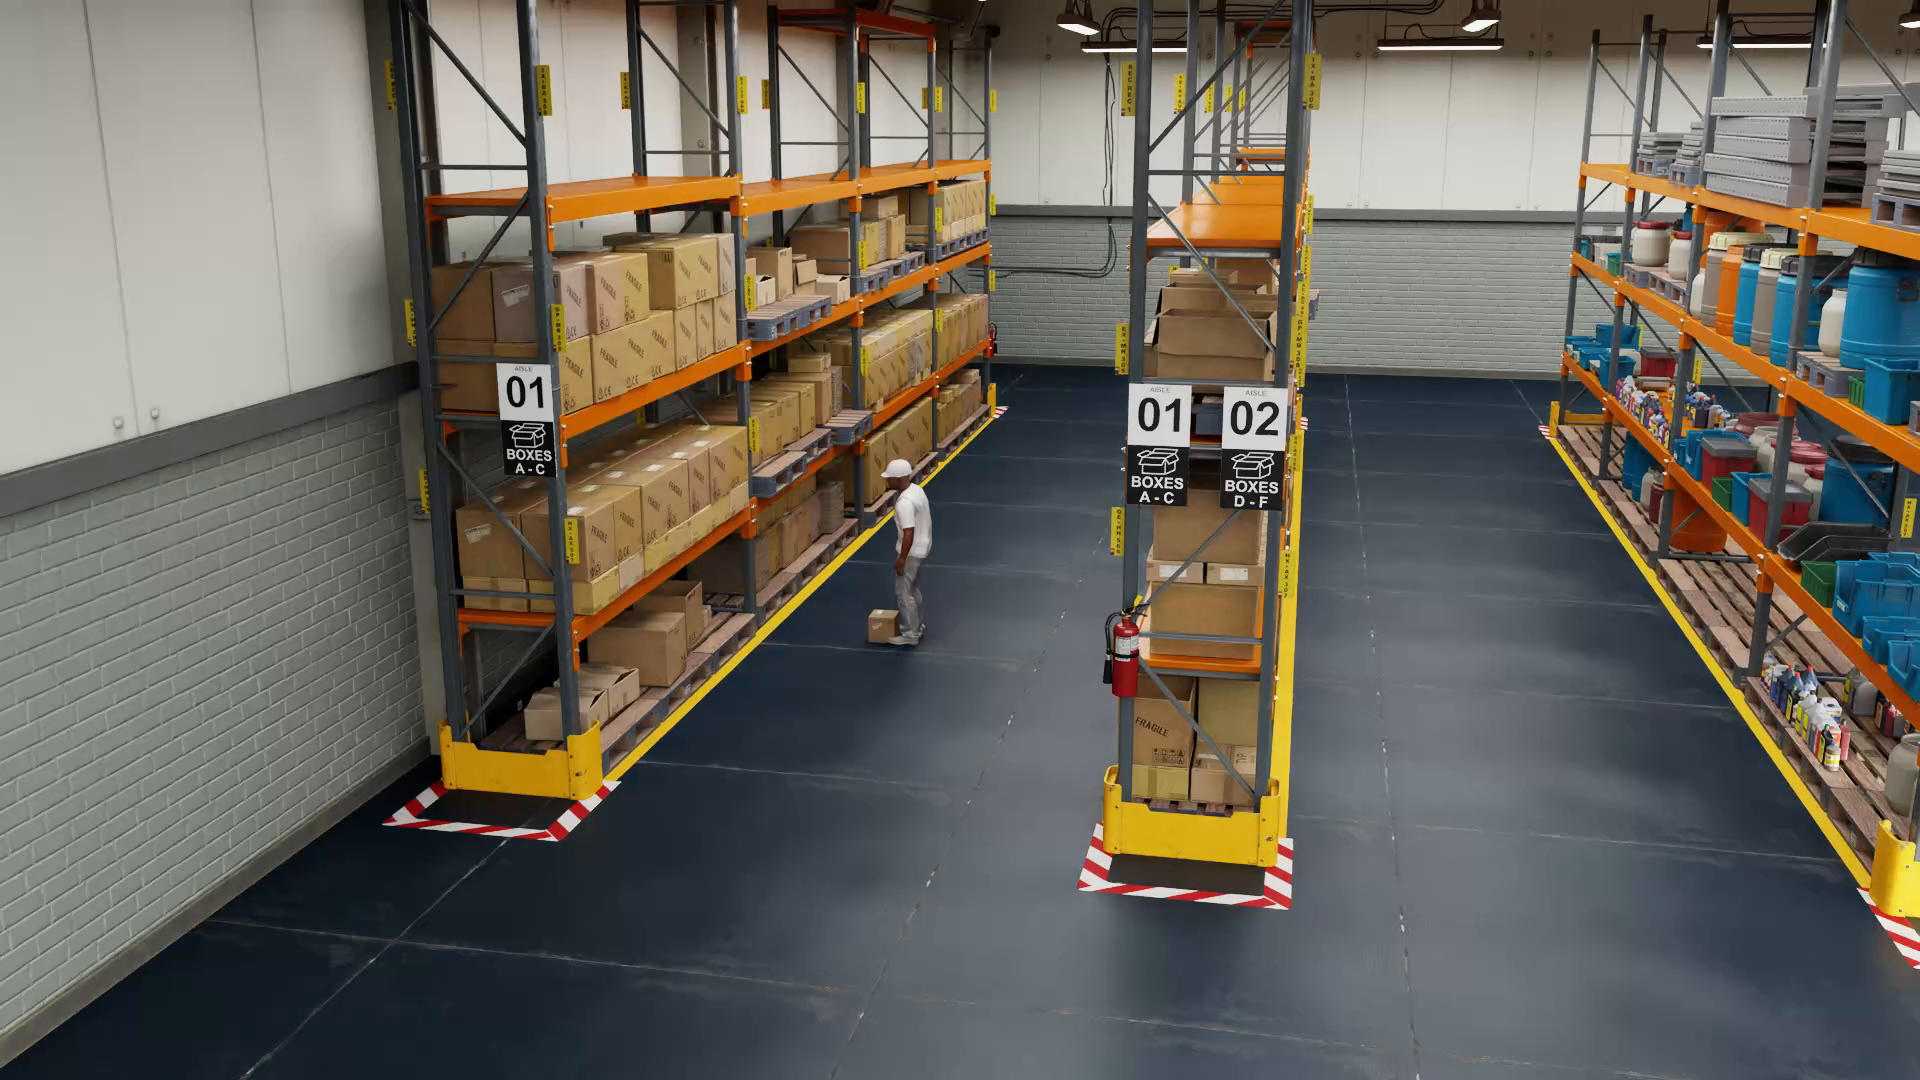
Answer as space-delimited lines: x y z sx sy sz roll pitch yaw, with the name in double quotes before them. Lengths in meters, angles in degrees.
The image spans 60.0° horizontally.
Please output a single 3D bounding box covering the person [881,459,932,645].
"person" -0.498 0.103 15.580 0.460 1.759 0.629 2 15 8
